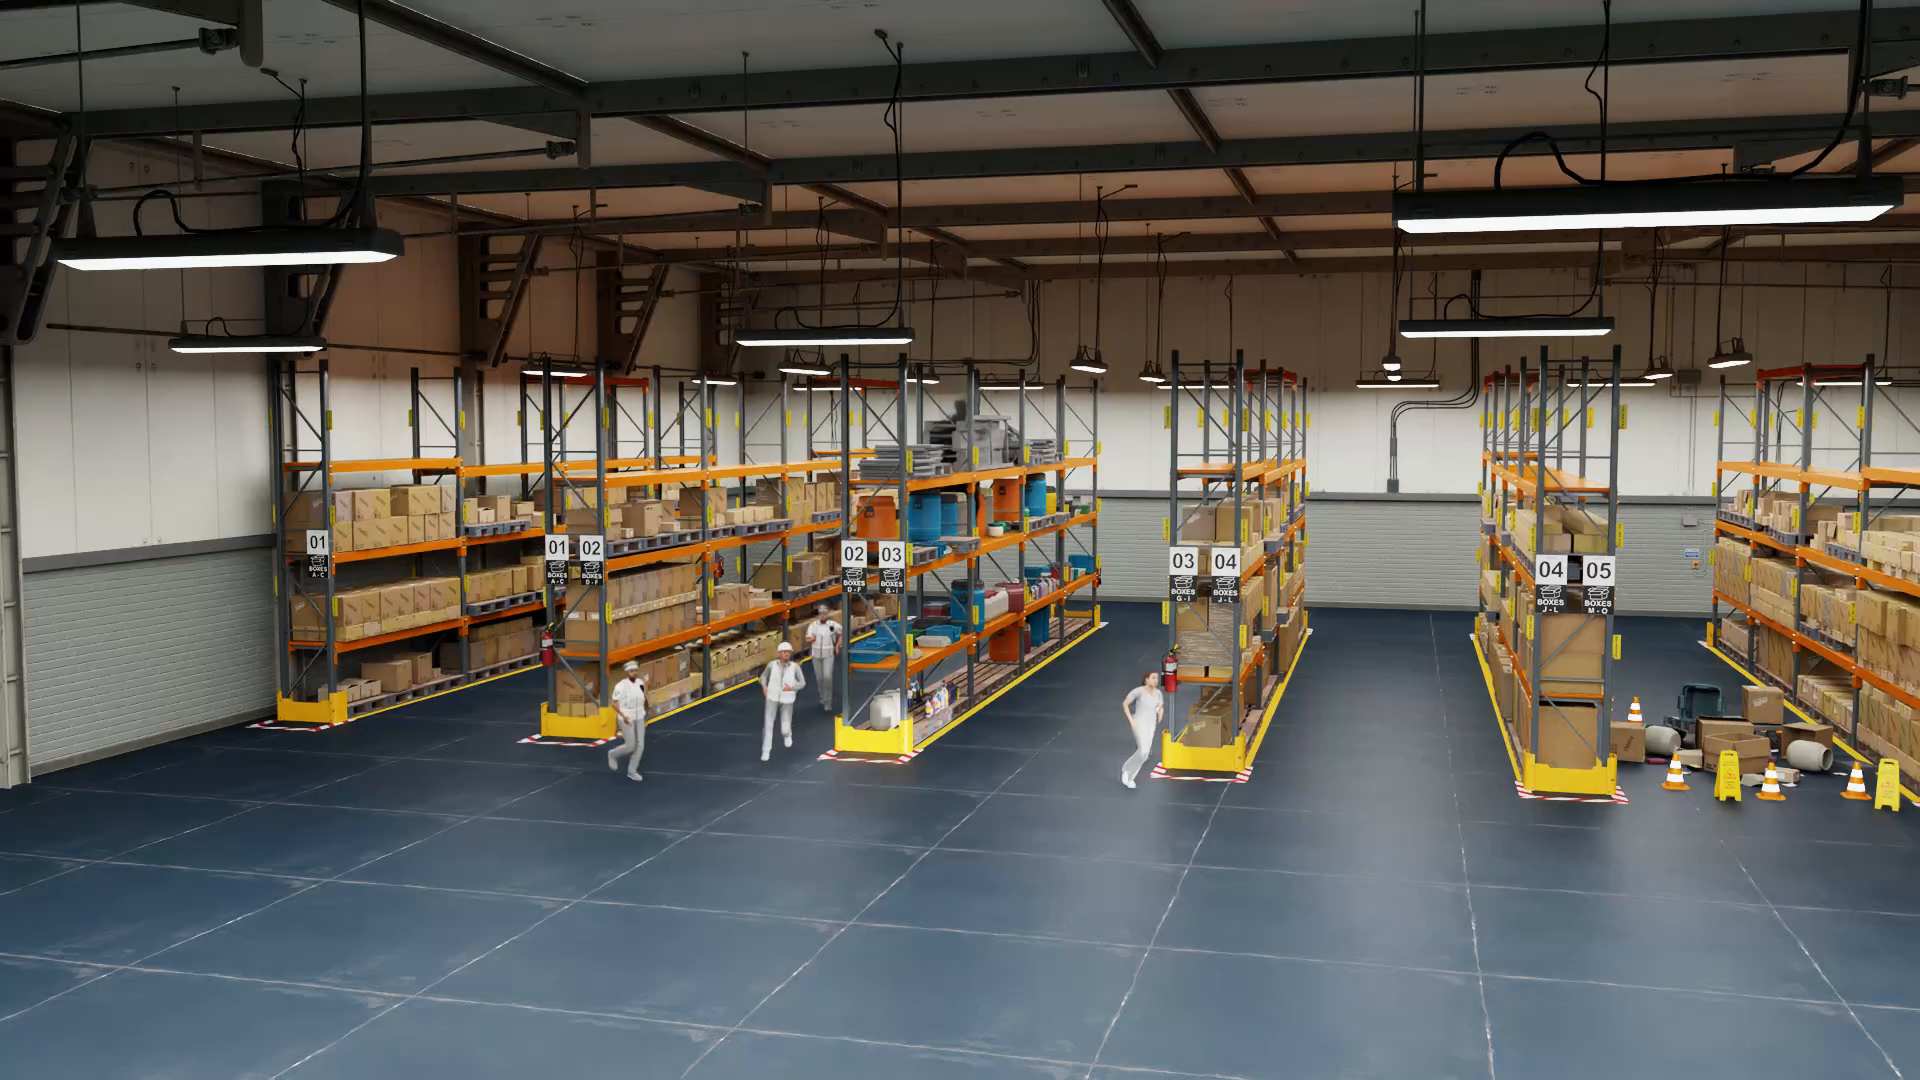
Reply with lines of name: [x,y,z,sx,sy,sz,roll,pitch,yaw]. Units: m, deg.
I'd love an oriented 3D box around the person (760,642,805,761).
person: [-2.653,2.383,24.820,0.688,1.726,0.767,0,4,-1]

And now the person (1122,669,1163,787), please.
person: [2.528,2.567,22.718,0.603,1.613,0.562,-2,5,-30]

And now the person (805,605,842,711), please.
person: [-2.369,2.044,28.907,0.640,1.845,0.755,1,4,8]

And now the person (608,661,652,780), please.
person: [-4.614,2.507,23.312,0.609,1.678,0.576,4,6,45]
